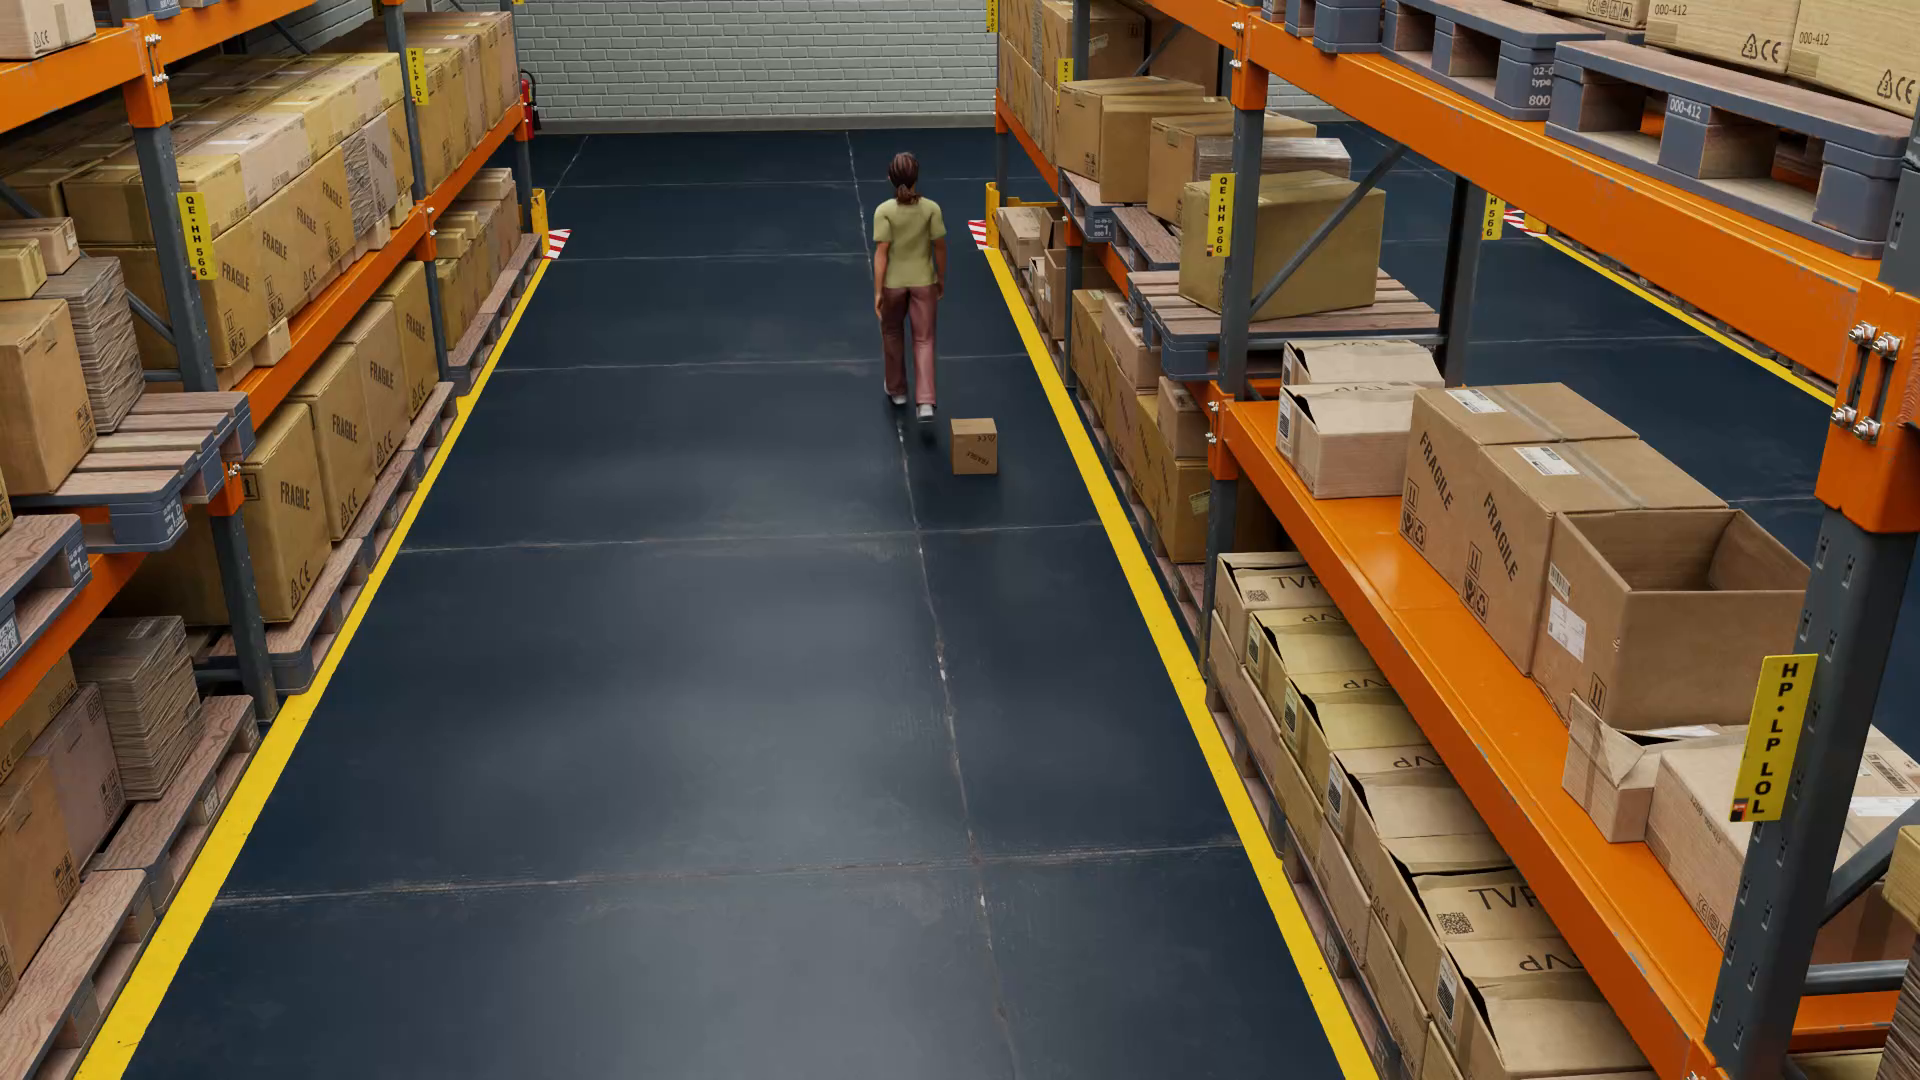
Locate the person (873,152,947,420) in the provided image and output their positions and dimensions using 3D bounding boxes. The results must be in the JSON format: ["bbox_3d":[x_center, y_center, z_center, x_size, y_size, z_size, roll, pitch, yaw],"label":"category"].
[{"bbox_3d":[-0.300,-1.536,10.082,0.446,1.633,0.958,-2,24,-5],"label":"person"}]
